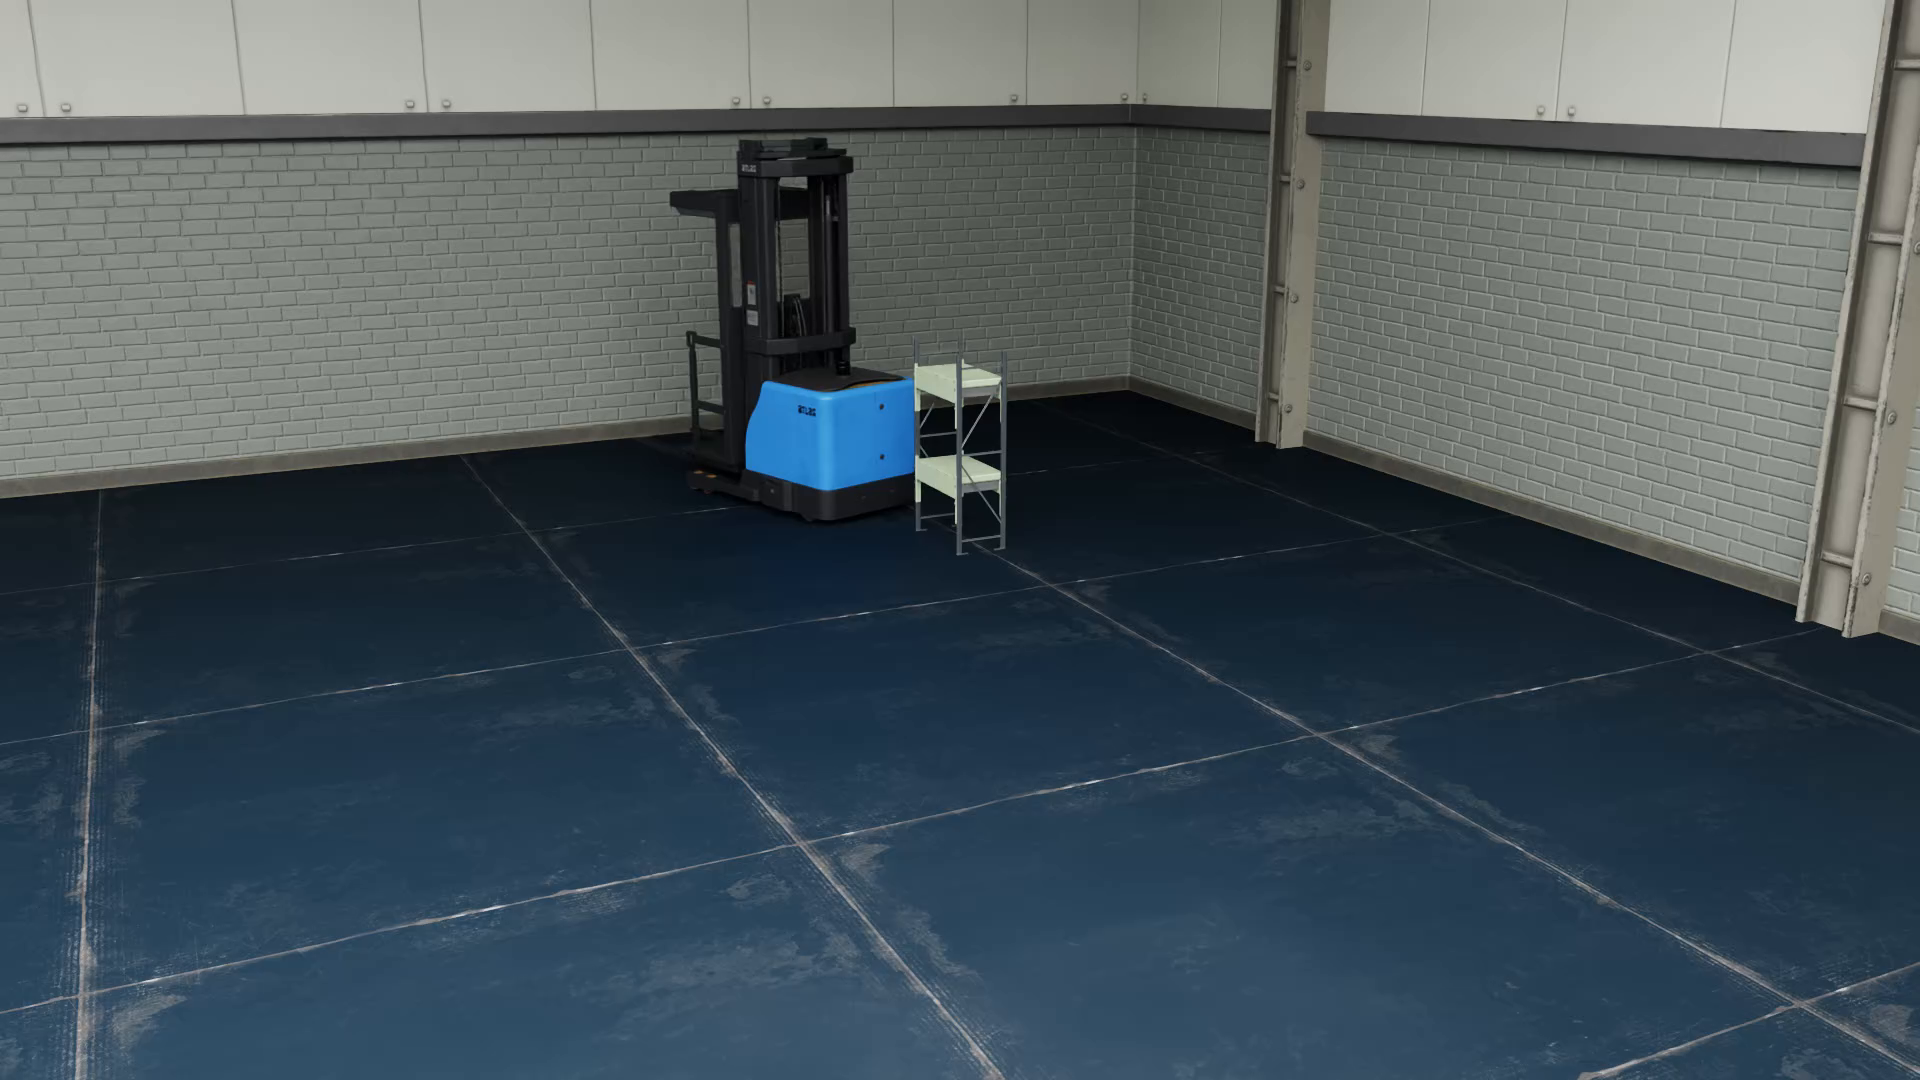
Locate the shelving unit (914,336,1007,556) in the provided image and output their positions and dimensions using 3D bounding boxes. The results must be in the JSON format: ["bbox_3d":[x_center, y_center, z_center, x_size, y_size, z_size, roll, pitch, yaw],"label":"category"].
[{"bbox_3d":[-0.003,-0.723,12.550,0.431,1.500,0.755,-8,18,-25],"label":"shelving unit"}]

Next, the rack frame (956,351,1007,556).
[{"bbox_3d":[0.157,-0.632,12.233,0.400,1.500,0.023,-8,18,-25],"label":"rack frame"}]

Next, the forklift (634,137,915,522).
[{"bbox_3d":[-1.699,-1.882,13.995,1.130,2.935,3.031,-15,22,-41],"label":"forklift"}]

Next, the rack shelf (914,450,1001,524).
[{"bbox_3d":[-0.003,-0.409,12.639,0.431,0.370,0.720,-8,18,-25],"label":"rack shelf"}]

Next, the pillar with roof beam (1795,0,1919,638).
[{"bbox_3d":[1.835,-3.249,7.759,9.100,9.000,0.400,-8,18,-25],"label":"pillar with roof beam"}]

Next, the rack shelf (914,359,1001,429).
[{"bbox_3d":[-0.003,-1.098,12.442,0.431,0.370,0.720,-8,18,-25],"label":"rack shelf"}]

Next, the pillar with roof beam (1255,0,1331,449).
[{"bbox_3d":[-0.794,-4.737,12.943,9.100,9.000,0.400,-8,18,-25],"label":"pillar with roof beam"}]

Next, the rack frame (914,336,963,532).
[{"bbox_3d":[-0.163,-0.813,12.866,0.400,1.500,0.023,-8,18,-25],"label":"rack frame"}]
